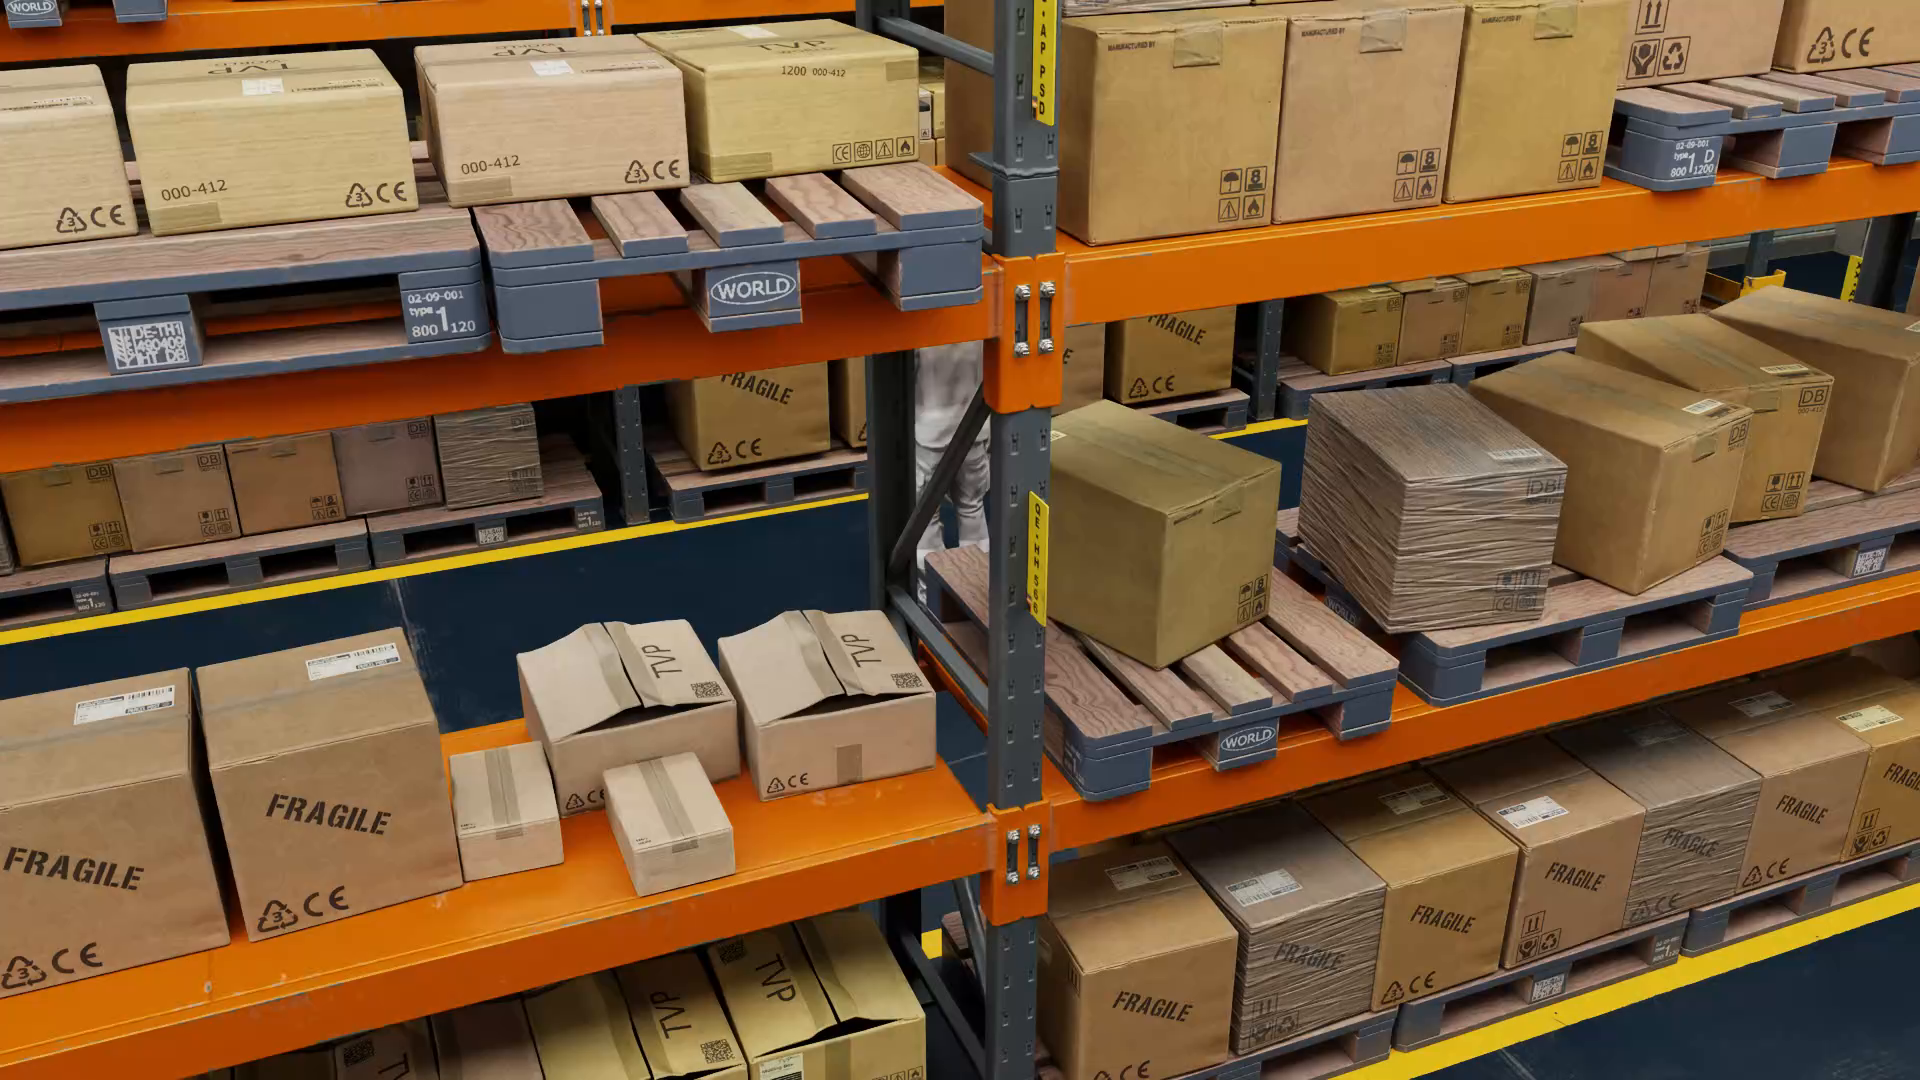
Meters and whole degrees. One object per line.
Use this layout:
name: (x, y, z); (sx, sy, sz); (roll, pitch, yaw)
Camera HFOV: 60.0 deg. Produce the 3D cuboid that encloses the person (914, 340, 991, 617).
person: (-0.078, -0.486, 7.913); (0.530, 1.773, 0.371); (-10, 27, -20)
